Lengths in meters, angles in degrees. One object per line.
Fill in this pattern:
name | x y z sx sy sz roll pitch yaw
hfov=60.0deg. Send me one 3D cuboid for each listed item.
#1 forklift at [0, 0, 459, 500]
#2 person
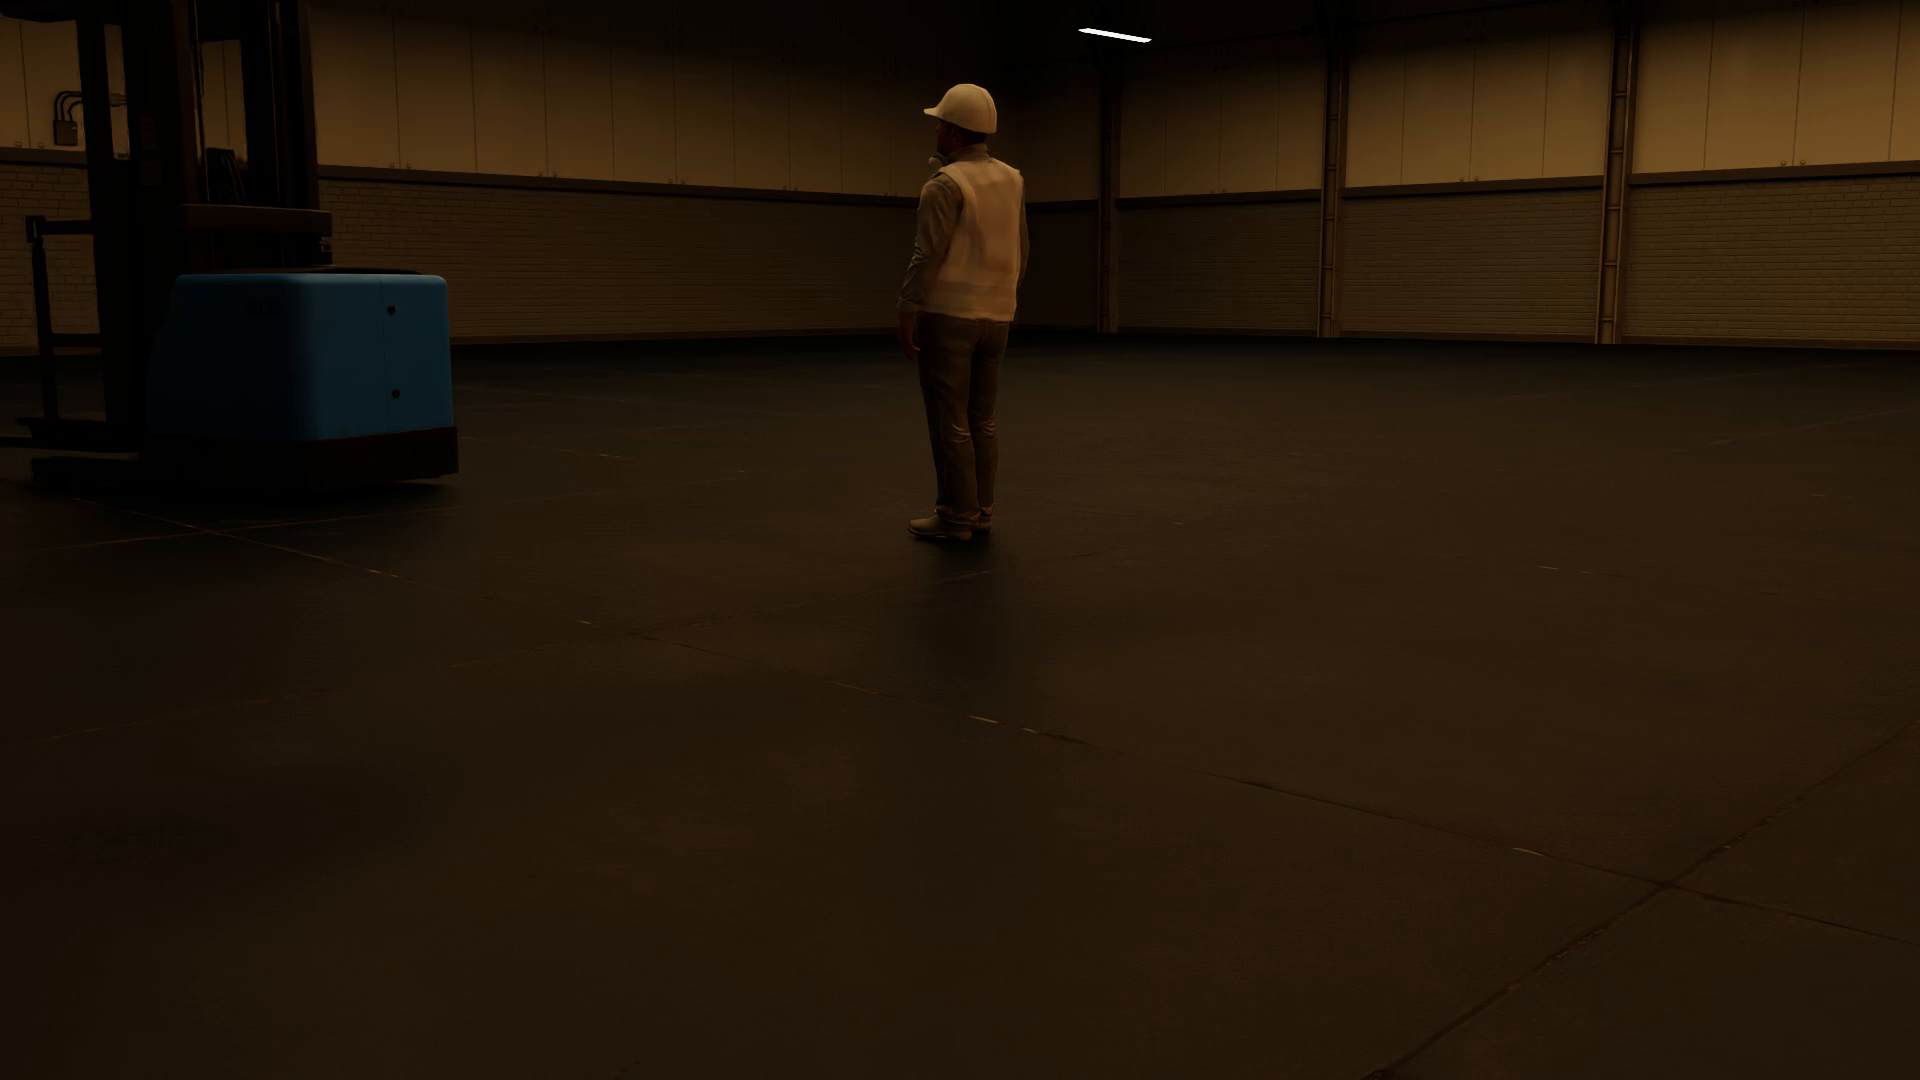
forklift | -4.132 -1.759 8.557 3.031 2.935 1.130 4 9 25
person | -0.040 -0.892 6.632 0.566 1.775 0.634 8 12 43
